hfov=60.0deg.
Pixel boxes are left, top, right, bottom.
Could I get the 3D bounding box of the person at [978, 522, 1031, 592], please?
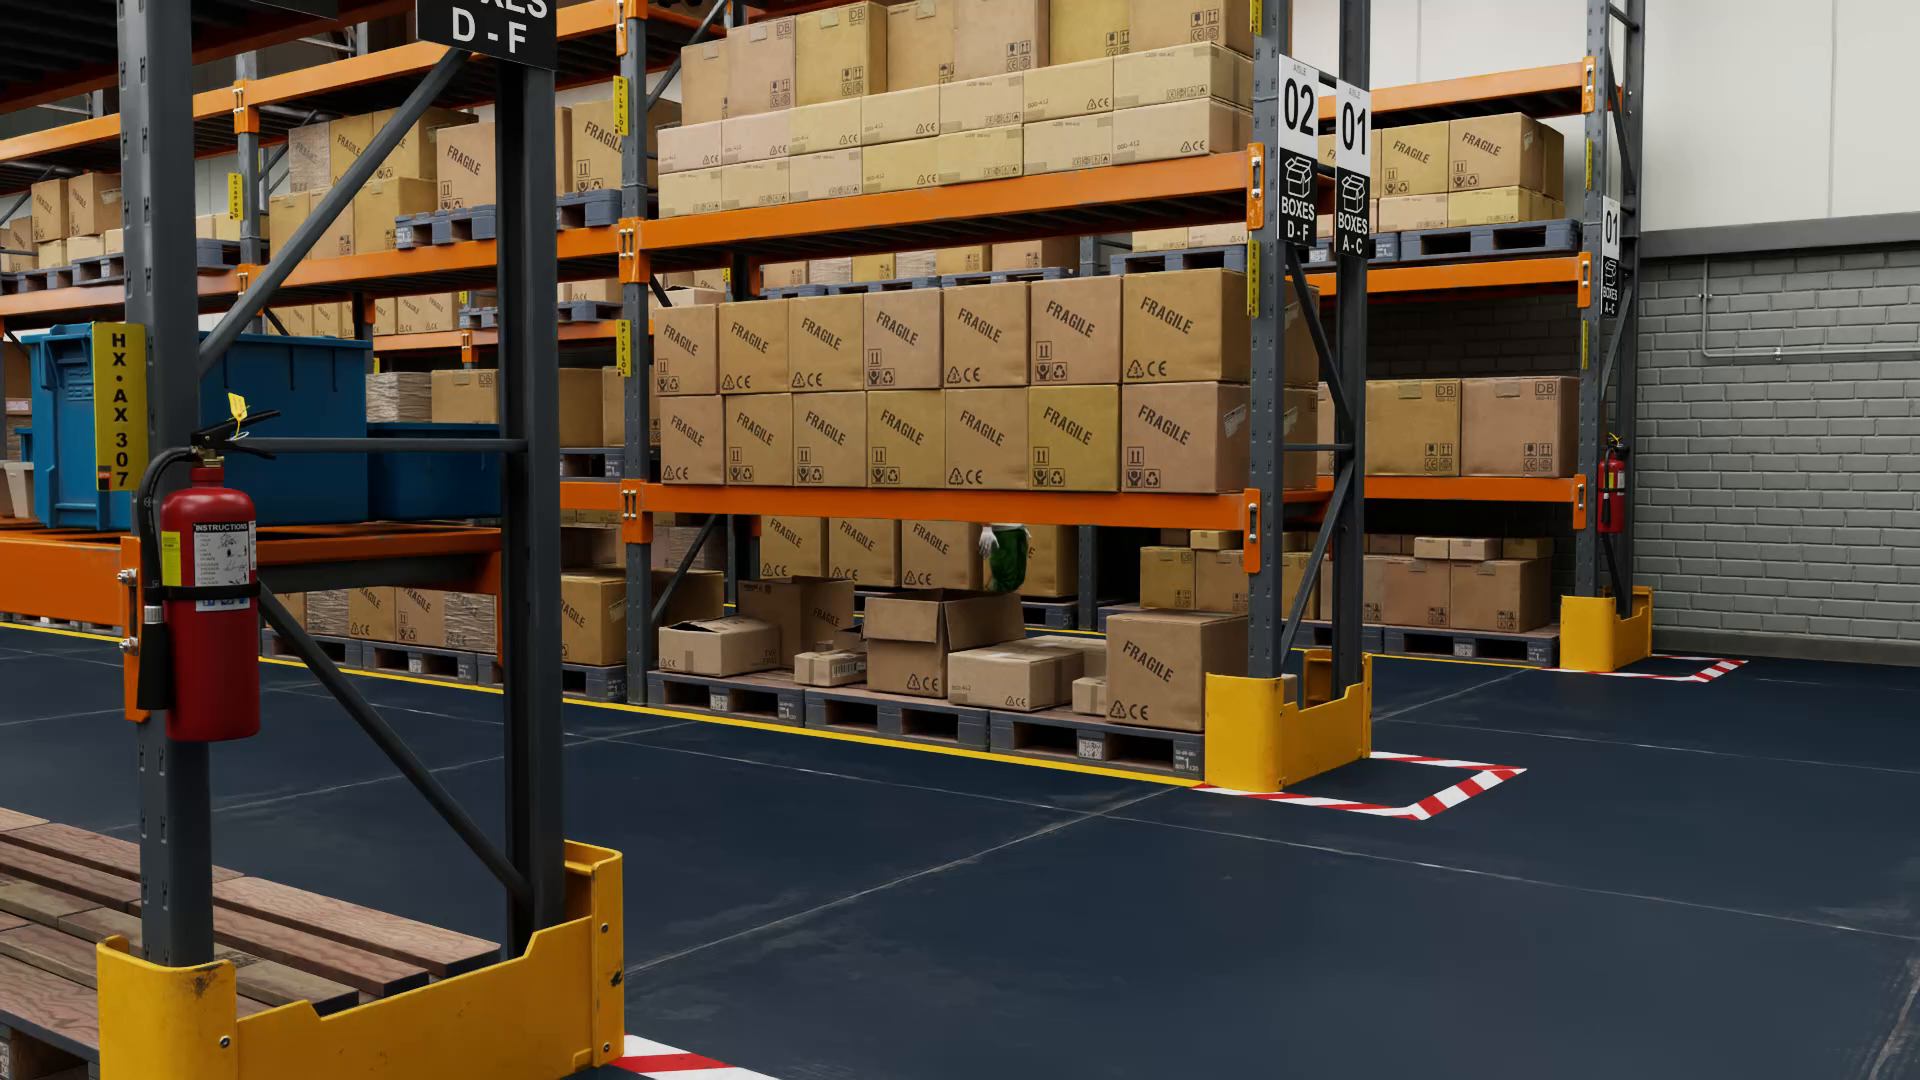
[{"bbox_3d":[0.275,-0.072,12.265,0.601,1.785,0.622,1,3,24],"label":"person"}]
